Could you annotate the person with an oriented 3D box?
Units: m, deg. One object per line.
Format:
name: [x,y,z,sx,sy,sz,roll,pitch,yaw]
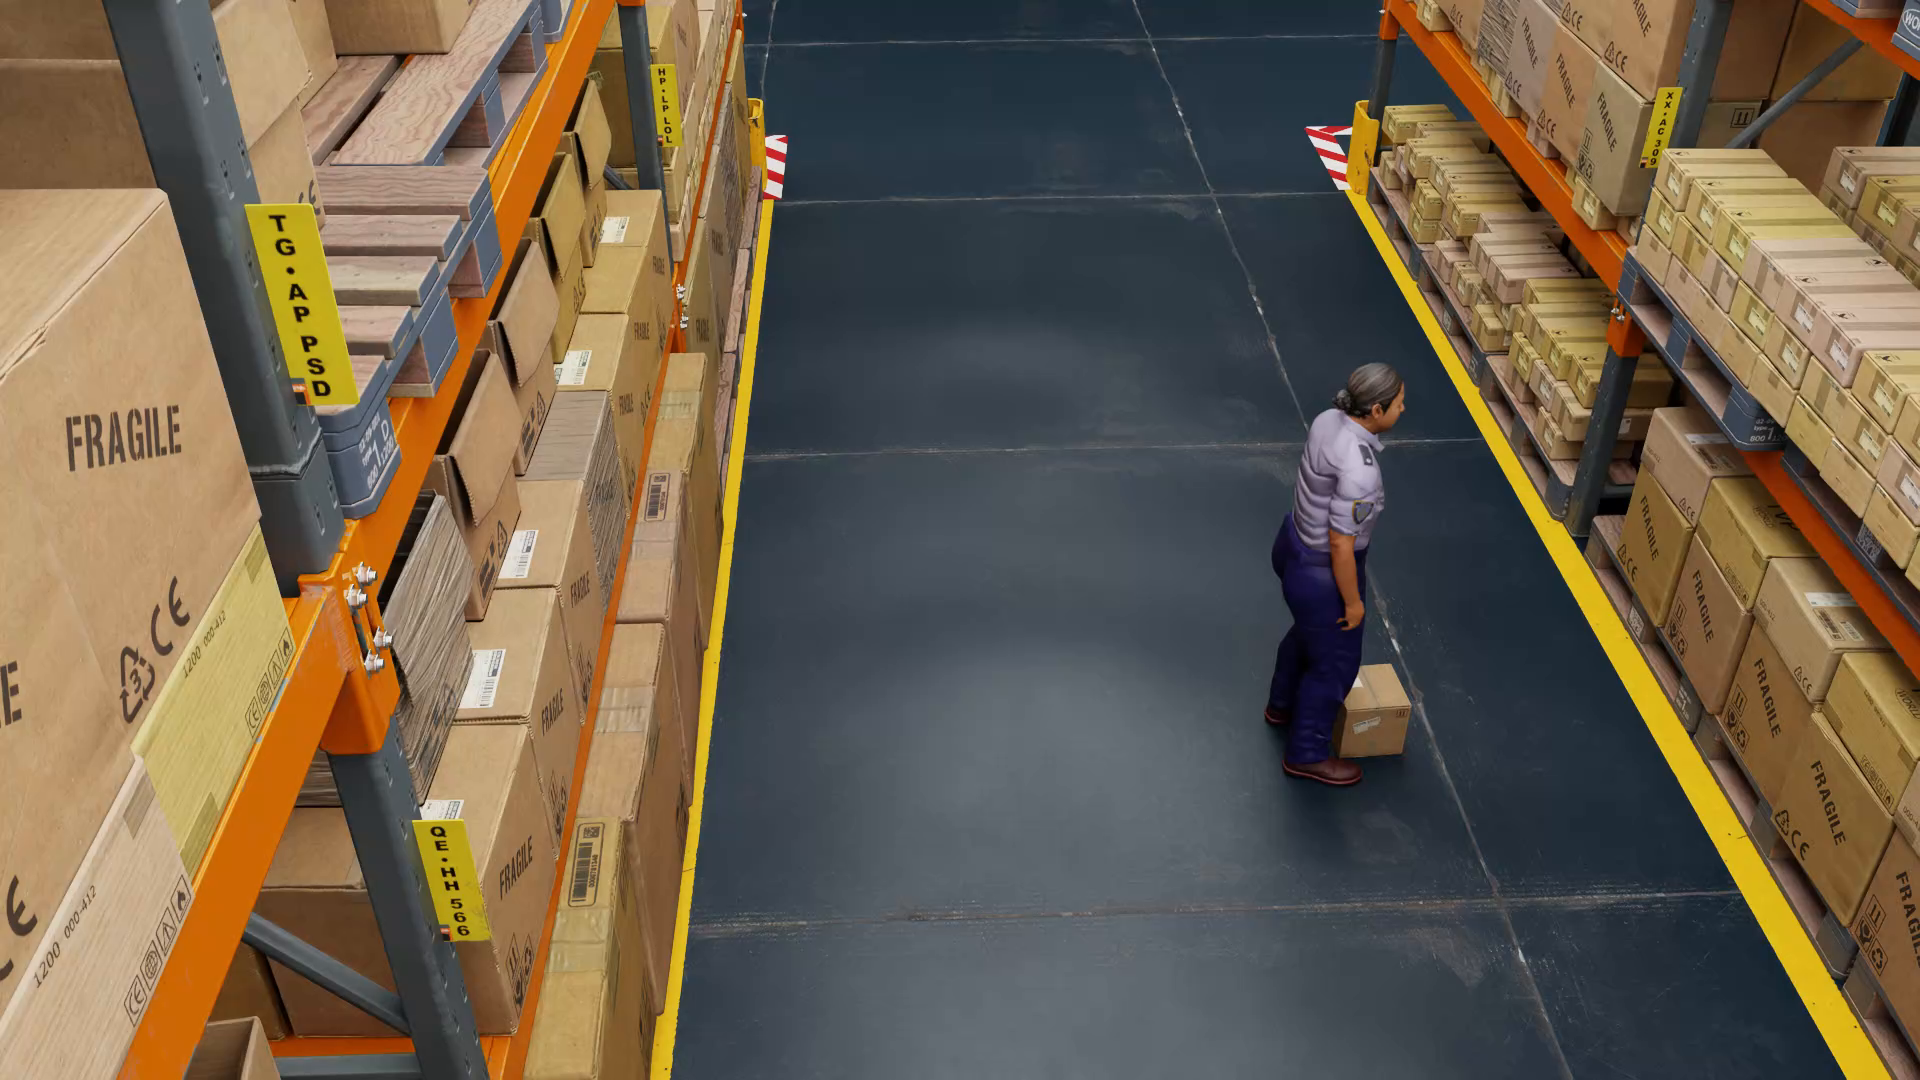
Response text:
person: [1.331,0.106,6.004,0.367,1.652,0.543,-2,35,-2]
